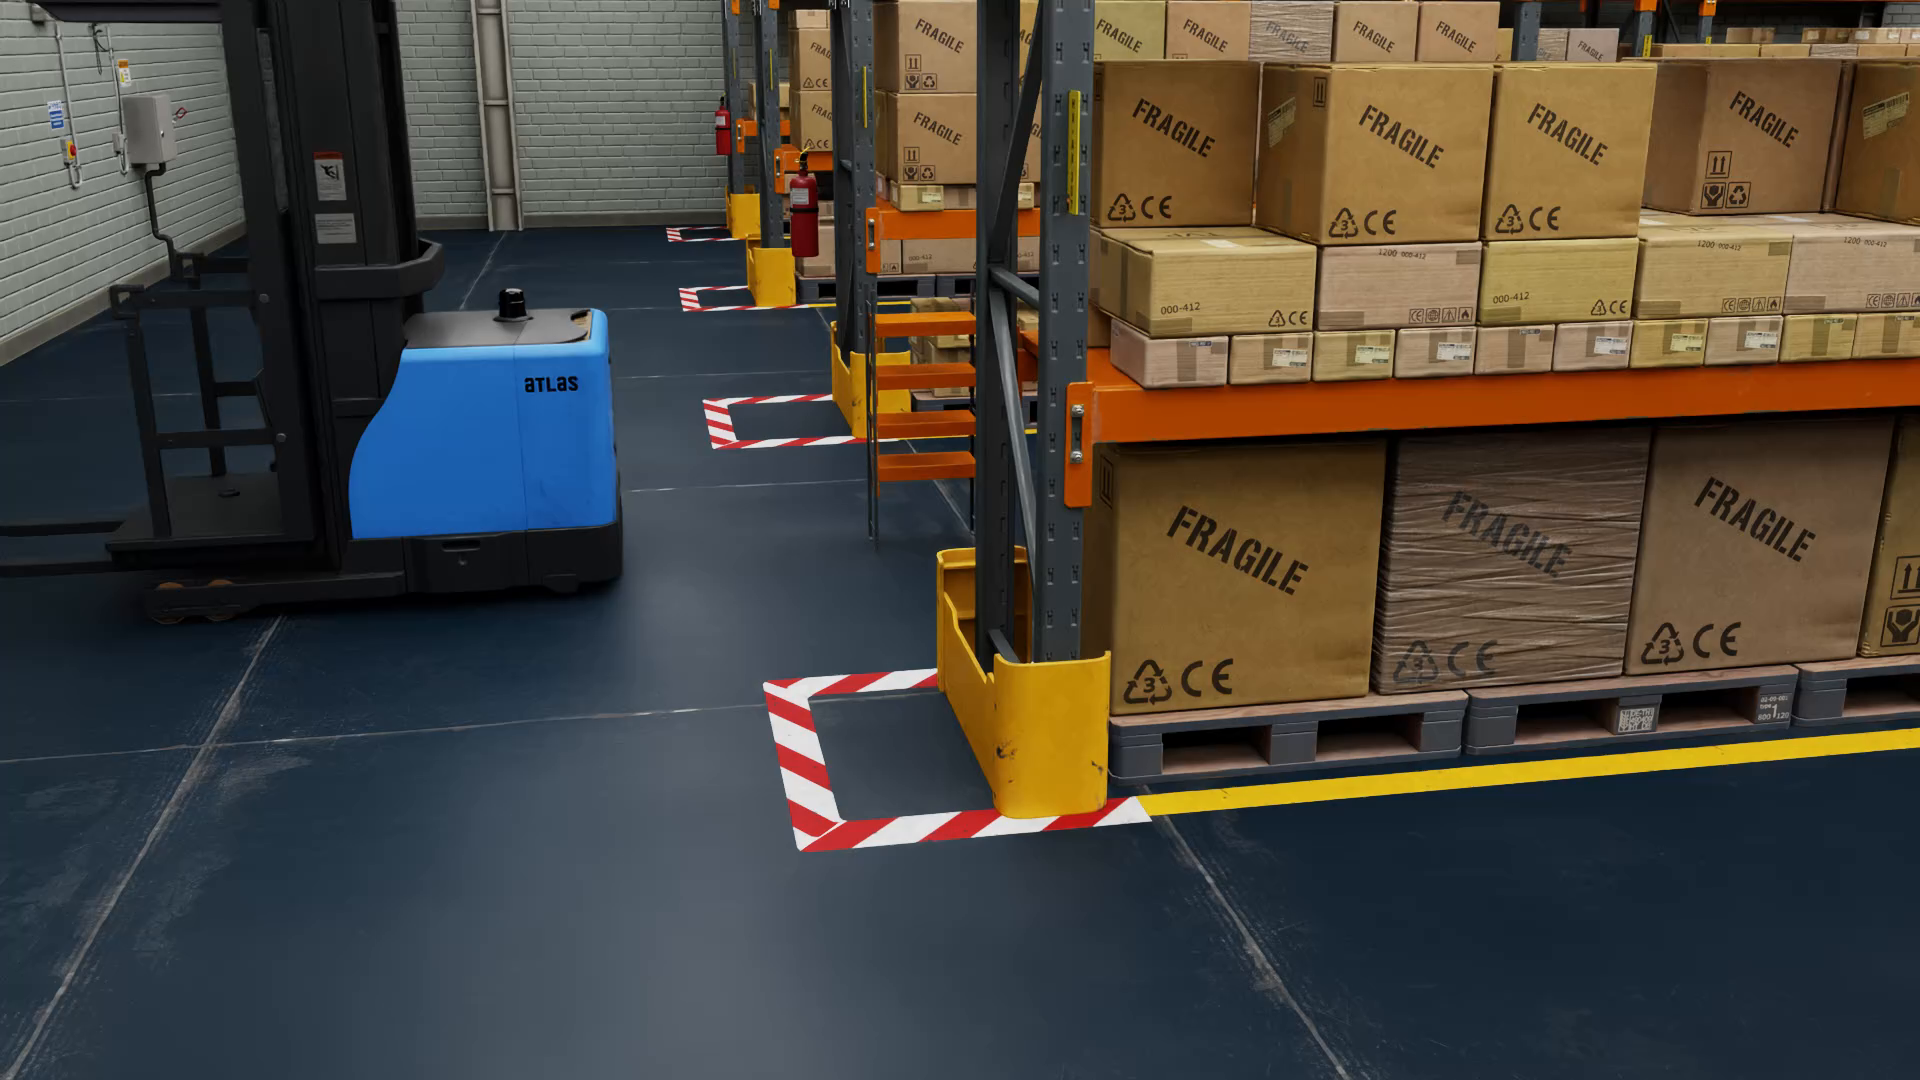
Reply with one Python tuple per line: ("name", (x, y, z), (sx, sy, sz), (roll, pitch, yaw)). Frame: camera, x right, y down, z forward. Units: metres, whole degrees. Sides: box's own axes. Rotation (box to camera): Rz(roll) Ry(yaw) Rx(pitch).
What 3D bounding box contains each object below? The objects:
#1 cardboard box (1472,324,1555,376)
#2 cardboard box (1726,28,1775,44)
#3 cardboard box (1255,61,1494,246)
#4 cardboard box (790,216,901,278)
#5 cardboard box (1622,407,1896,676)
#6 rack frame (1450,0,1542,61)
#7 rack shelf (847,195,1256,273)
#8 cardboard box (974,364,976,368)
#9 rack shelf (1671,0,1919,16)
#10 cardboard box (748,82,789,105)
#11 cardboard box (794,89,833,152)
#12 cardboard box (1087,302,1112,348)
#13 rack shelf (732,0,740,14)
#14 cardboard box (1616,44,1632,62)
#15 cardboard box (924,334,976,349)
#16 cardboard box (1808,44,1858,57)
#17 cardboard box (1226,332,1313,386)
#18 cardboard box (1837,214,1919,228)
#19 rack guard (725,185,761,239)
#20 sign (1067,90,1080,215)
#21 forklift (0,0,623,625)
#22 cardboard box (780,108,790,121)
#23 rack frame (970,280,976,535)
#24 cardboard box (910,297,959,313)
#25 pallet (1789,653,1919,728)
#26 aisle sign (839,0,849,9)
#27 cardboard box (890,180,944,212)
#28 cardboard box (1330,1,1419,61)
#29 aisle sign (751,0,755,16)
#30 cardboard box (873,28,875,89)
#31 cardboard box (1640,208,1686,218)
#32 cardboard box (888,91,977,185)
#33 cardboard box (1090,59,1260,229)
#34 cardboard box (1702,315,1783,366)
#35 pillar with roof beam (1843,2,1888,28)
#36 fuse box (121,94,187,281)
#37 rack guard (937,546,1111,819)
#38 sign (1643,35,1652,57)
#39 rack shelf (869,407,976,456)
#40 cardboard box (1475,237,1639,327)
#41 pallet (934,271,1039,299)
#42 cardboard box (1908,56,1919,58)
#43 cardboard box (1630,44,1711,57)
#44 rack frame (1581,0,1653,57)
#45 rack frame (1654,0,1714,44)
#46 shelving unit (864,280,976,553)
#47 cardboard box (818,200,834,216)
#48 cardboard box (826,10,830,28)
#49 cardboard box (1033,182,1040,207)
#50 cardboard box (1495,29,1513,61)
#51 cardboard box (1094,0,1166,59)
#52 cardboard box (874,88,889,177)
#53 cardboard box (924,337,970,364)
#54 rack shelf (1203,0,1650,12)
("cardboard box", (1.629, -0.624, 5.163), (0.250, 0.149, 0.380), (-4, 17, -12))
("cardboard box", (7.737, -4.938, 16.282), (0.250, 0.149, 0.380), (-4, 18, -13))
("cardboard box", (1.223, -1.168, 4.976), (0.500, 0.500, 0.500), (-4, 17, -12))
("cardboard box", (-1.042, -2.660, 15.013), (0.875, 0.438, 0.875), (-4, 17, -12))
("cardboard box", (2.590, -0.106, 5.951), (0.875, 0.875, 0.875), (-3, 17, -10))
("rack frame", (3.295, -2.420, 10.582), (0.127, 3.000, 1.000), (-3, 17, -10))
("rack shelf", (1.331, -1.965, 10.325), (4.000, 0.370, 1.077), (-3, 17, -10))
("cardboard box", (0.184, -1.010, 10.133), (0.250, 0.149, 0.380), (-3, 17, -11))
("rack shelf", (11.130, -6.919, 21.347), (4.000, 0.370, 1.077), (-3, 17, -10))
("cardboard box", (-2.215, -5.222, 19.454), (0.500, 0.250, 0.500), (-3, 17, -9))
("cardboard box", (-1.145, -3.610, 14.288), (0.500, 0.500, 0.500), (-3, 17, -11))
("cardboard box", (0.496, -0.757, 5.594), (0.250, 0.149, 0.380), (-3, 17, -9))
("rack shelf", (-0.652, -6.251, 19.171), (4.000, 0.370, 1.077), (-3, 17, -10))
("cardboard box", (6.577, -4.560, 16.159), (0.500, 0.500, 0.500), (-4, 17, -12))
("cardboard box", (-0.054, -1.251, 9.903), (0.250, 0.149, 0.380), (-4, 18, -13))
("cardboard box", (8.193, -4.502, 15.967), (0.500, 0.500, 0.500), (-4, 18, -13))
("cardboard box", (0.872, -0.581, 5.023), (0.250, 0.149, 0.380), (-4, 17, -11))
("cardboard box", (3.245, -0.925, 5.465), (0.500, 0.250, 0.500), (-3, 17, -9))
("rack guard", (-2.541, -3.859, 19.523), (0.348, 0.500, 1.175), (-3, 17, -10))
("sign", (0.309, -1.053, 4.523), (0.005, 0.325, 0.100), (-3, 17, -10))
("forklift", (-3.011, -1.229, 6.821), (3.031, 2.935, 1.130), (-3, 17, -11))
("cardboard box", (-2.000, -4.896, 19.071), (0.250, 0.149, 0.380), (-3, 17, -9))
("rack frame", (0.077, -0.578, 7.650), (0.015, 1.200, 0.240), (-3, 17, -10))
("cardboard box", (-0.161, -1.422, 10.460), (0.250, 0.149, 0.380), (-3, 17, -10))
("pallet", (3.375, 0.368, 6.254), (1.213, 0.211, 1.003), (-3, 17, -10))
("aisle sign", (-0.647, -3.349, 9.181), (0.004, 0.787, 0.394), (-3, 17, -10))
("cardboard box", (-0.252, -2.001, 9.645), (0.250, 0.149, 0.380), (-3, 17, -11))
("cardboard box", (2.378, -2.954, 9.939), (0.500, 0.500, 0.500), (-4, 17, -12))
("aisle sign", (-1.800, -4.947, 14.381), (0.004, 0.787, 0.394), (-3, 17, -10))
("cardboard box", (-0.640, -4.120, 14.243), (0.500, 0.500, 0.500), (-4, 17, -12))
("cardboard box", (2.143, -1.023, 5.781), (0.500, 0.250, 0.500), (-3, 17, -10))
("cardboard box", (-0.139, -2.333, 9.621), (0.500, 0.500, 0.500), (-2, 17, -8))
("cardboard box", (0.638, -1.294, 5.387), (0.500, 0.500, 0.500), (-3, 17, -10))
("cardboard box", (2.387, -0.668, 5.304), (0.250, 0.149, 0.380), (-3, 17, -10))
("pillar with roof beam", (13.055, -7.788, 17.843), (0.400, 9.000, 9.100), (-3, 17, -10))
("fuse box", (-7.458, -3.296, 15.627), (0.414, 1.711, 0.539), (-3, 17, -10))
("rack guard", (0.186, 0.434, 5.546), (0.348, 0.500, 1.175), (-3, 17, -10))
("sign", (6.292, -4.458, 15.245), (0.005, 0.325, 0.100), (-3, 17, -10))
("rack shelf", (-0.163, -0.500, 7.625), (0.480, 0.148, 0.258), (-3, 17, -10))
("cardboard box", (1.735, -0.839, 5.184), (0.500, 0.250, 0.500), (-4, 17, -12))
("pallet", (0.295, -2.420, 15.330), (1.213, 0.211, 1.003), (-3, 17, -10))
("cardboard box", (3.618, -1.461, 5.930), (0.500, 0.500, 0.500), (-3, 17, -10))
("cardboard box", (6.670, -4.413, 15.680), (0.500, 0.500, 0.500), (-4, 17, -12))
("rack frame", (6.184, -4.064, 15.935), (0.127, 3.000, 1.000), (-3, 17, -10))
("rack frame", (9.166, -5.718, 21.319), (0.127, 3.000, 1.000), (-3, 17, -10))
("shelving unit", (-0.163, -0.564, 7.606), (0.503, 1.200, 0.258), (-3, 17, -10))
("cardboard box", (-1.573, -3.907, 19.562), (0.250, 0.149, 0.380), (-4, 18, -13))
("cardboard box", (-1.026, -4.430, 14.147), (0.250, 0.149, 0.380), (-3, 17, -9))
("cardboard box", (0.493, -2.080, 9.904), (0.250, 0.149, 0.380), (-2, 17, -8))
("cardboard box", (4.735, -4.429, 15.250), (0.500, 0.500, 0.500), (-3, 17, -10))
("cardboard box", (0.868, -2.866, 9.655), (0.500, 0.500, 0.500), (-4, 17, -12))
("cardboard box", (-0.240, -2.487, 10.122), (0.500, 0.500, 0.500), (-3, 17, -9))
("cardboard box", (-0.069, -1.133, 10.024), (0.250, 0.149, 0.380), (-3, 17, -8))
("rack shelf", (4.220, -5.043, 15.238), (4.000, 0.370, 1.077), (-3, 17, -10))
